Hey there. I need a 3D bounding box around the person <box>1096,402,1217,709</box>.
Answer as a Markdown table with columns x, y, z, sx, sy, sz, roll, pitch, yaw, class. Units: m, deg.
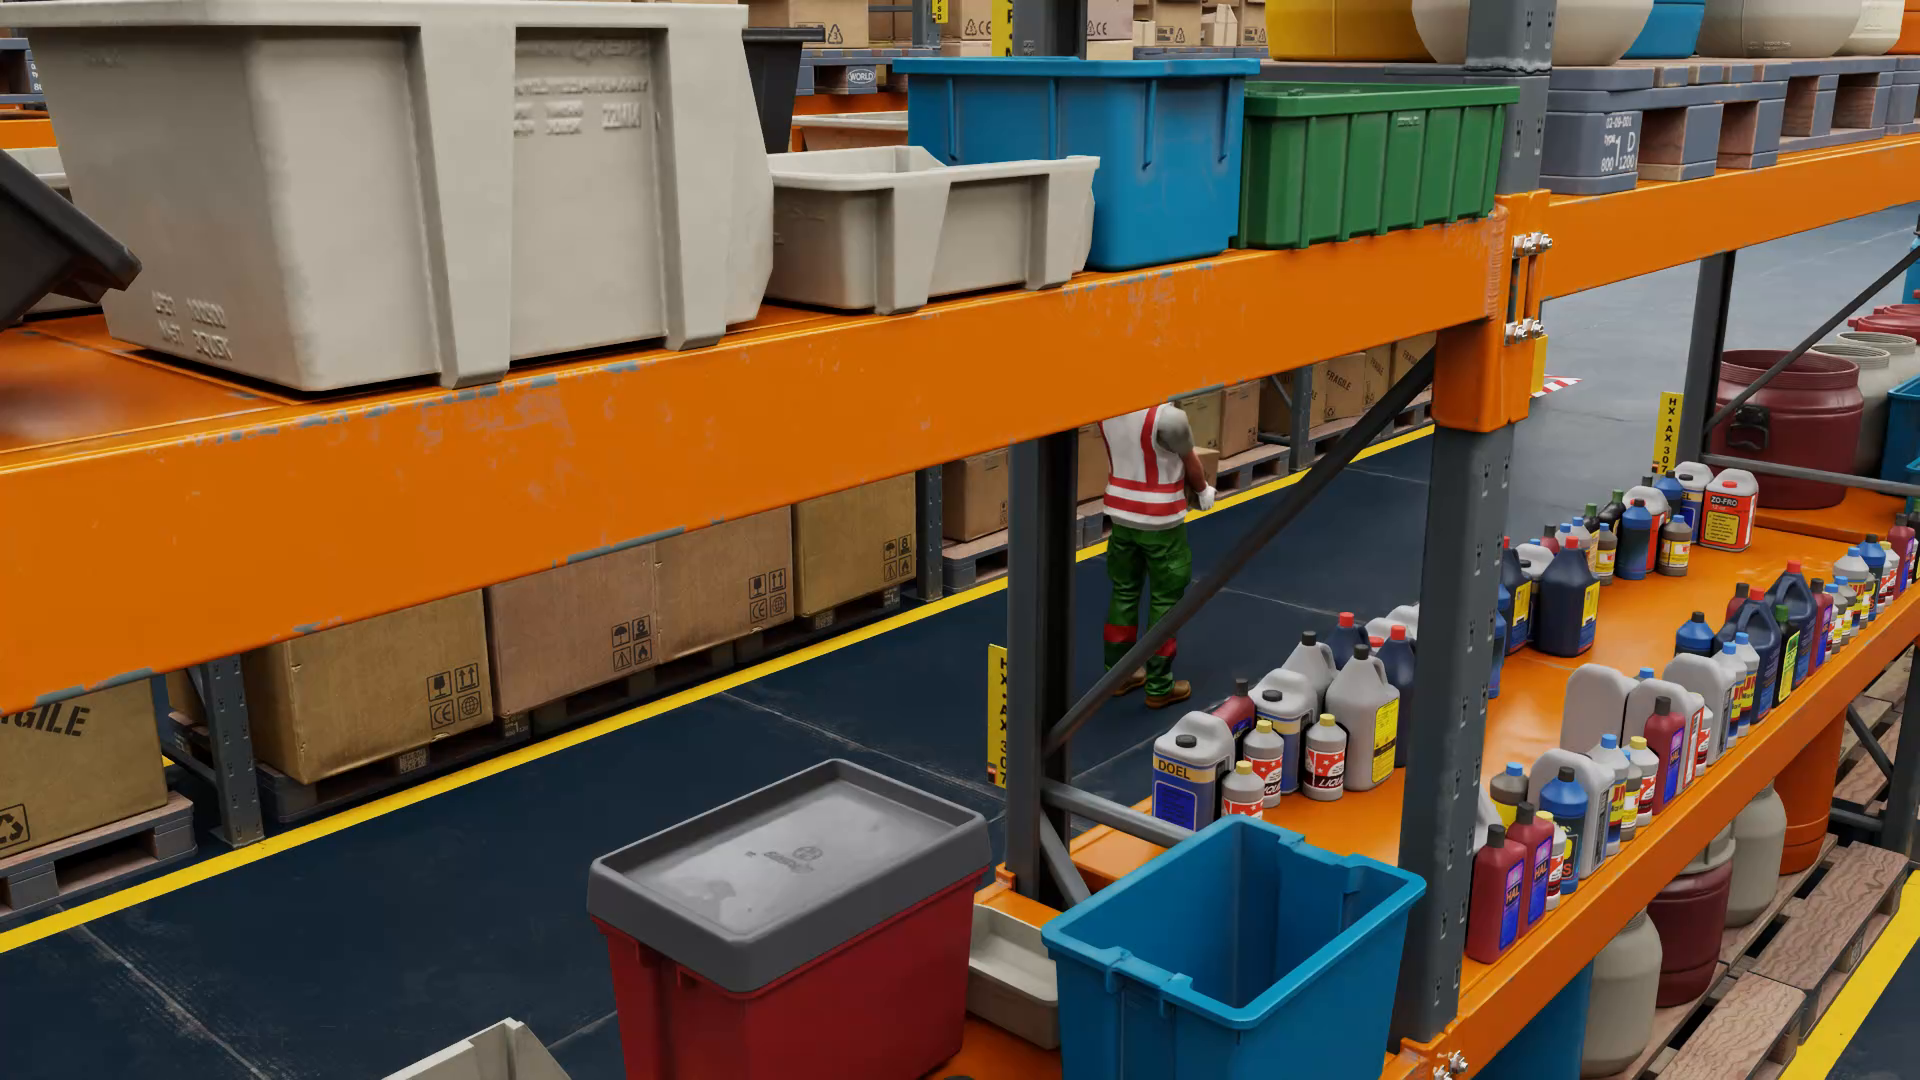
| x | y | z | sx | sy | sz | roll | pitch | yaw | class |
| --- | --- | --- | --- | --- | --- | --- | --- | --- | --- |
| 0.931 | -0.117 | 7.899 | 0.494 | 1.783 | 0.572 | 14 | 22 | 40 | person |
